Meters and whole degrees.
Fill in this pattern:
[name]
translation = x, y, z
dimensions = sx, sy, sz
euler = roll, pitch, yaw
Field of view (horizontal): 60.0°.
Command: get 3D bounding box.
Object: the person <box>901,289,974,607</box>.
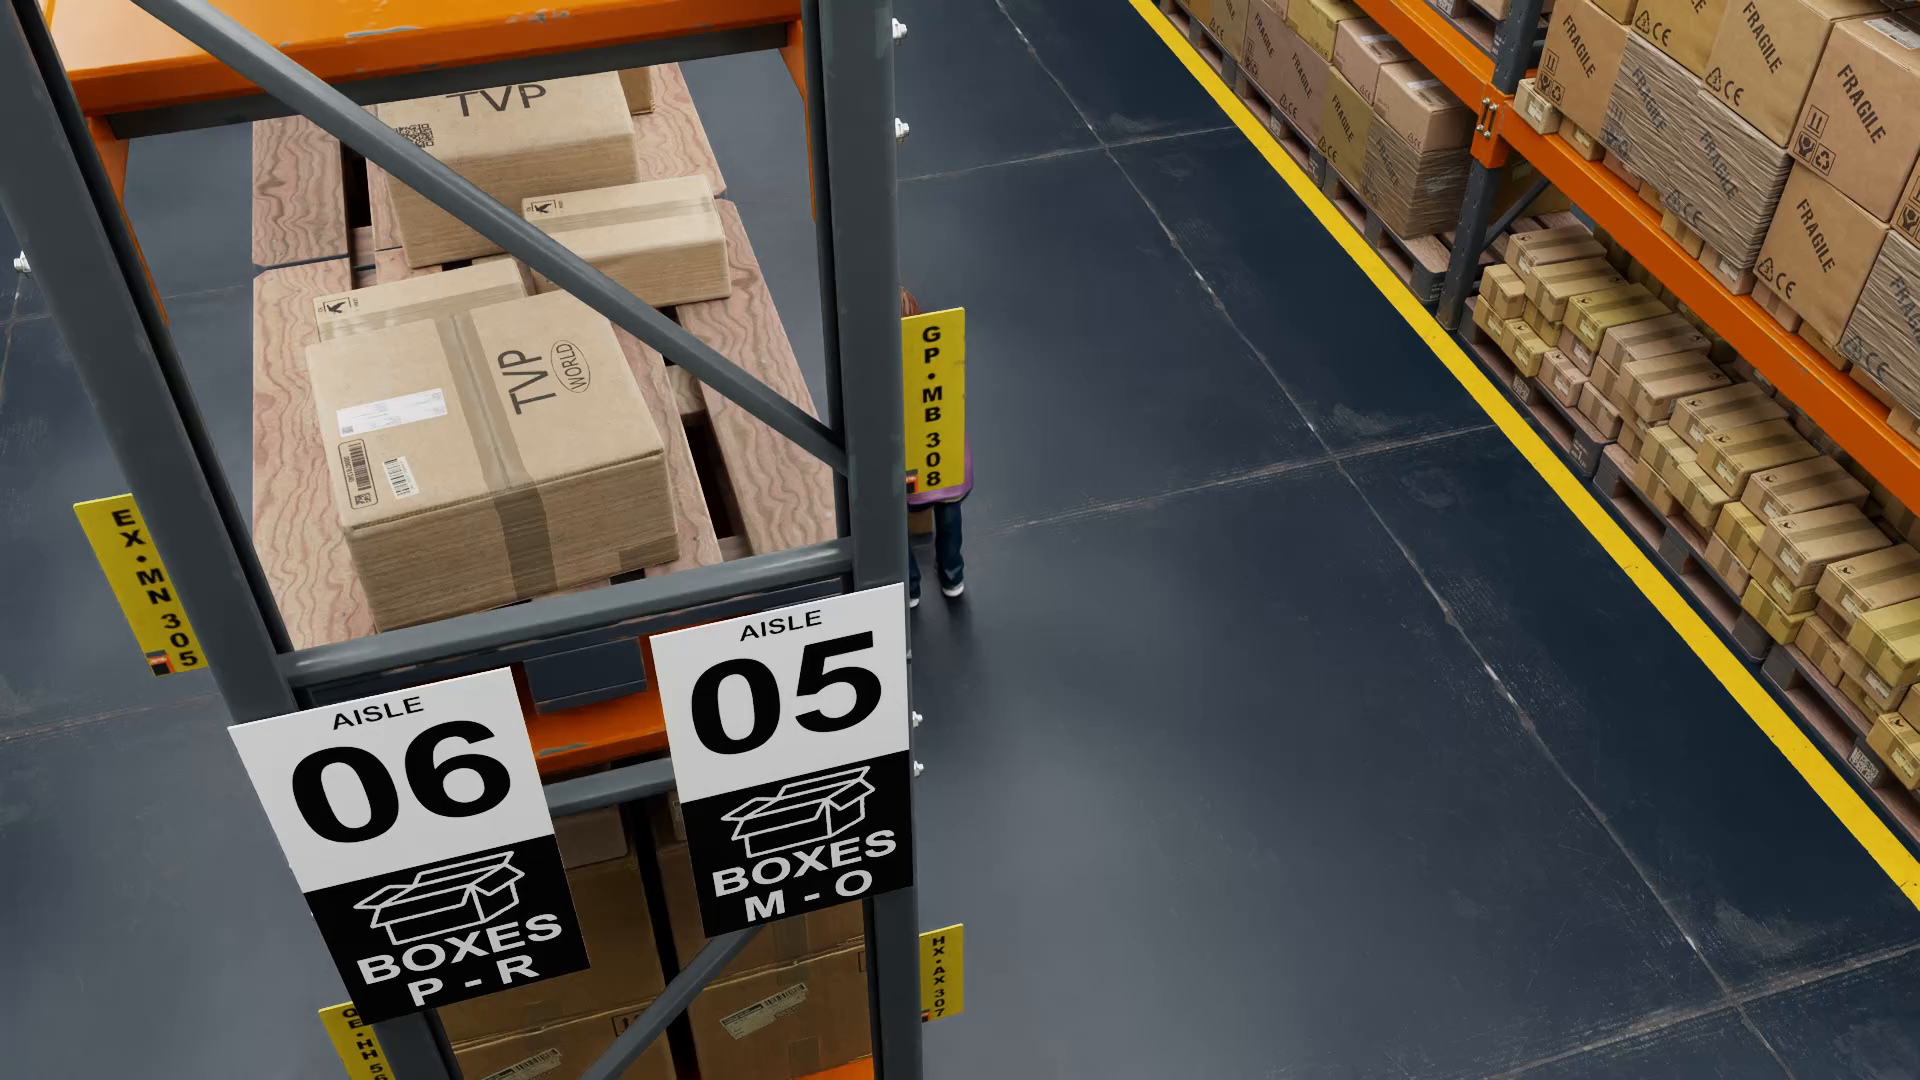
[person]
translation = -0.190, -0.311, 6.685
dimensions = 0.460, 1.361, 0.601
euler = -12, 44, -12
